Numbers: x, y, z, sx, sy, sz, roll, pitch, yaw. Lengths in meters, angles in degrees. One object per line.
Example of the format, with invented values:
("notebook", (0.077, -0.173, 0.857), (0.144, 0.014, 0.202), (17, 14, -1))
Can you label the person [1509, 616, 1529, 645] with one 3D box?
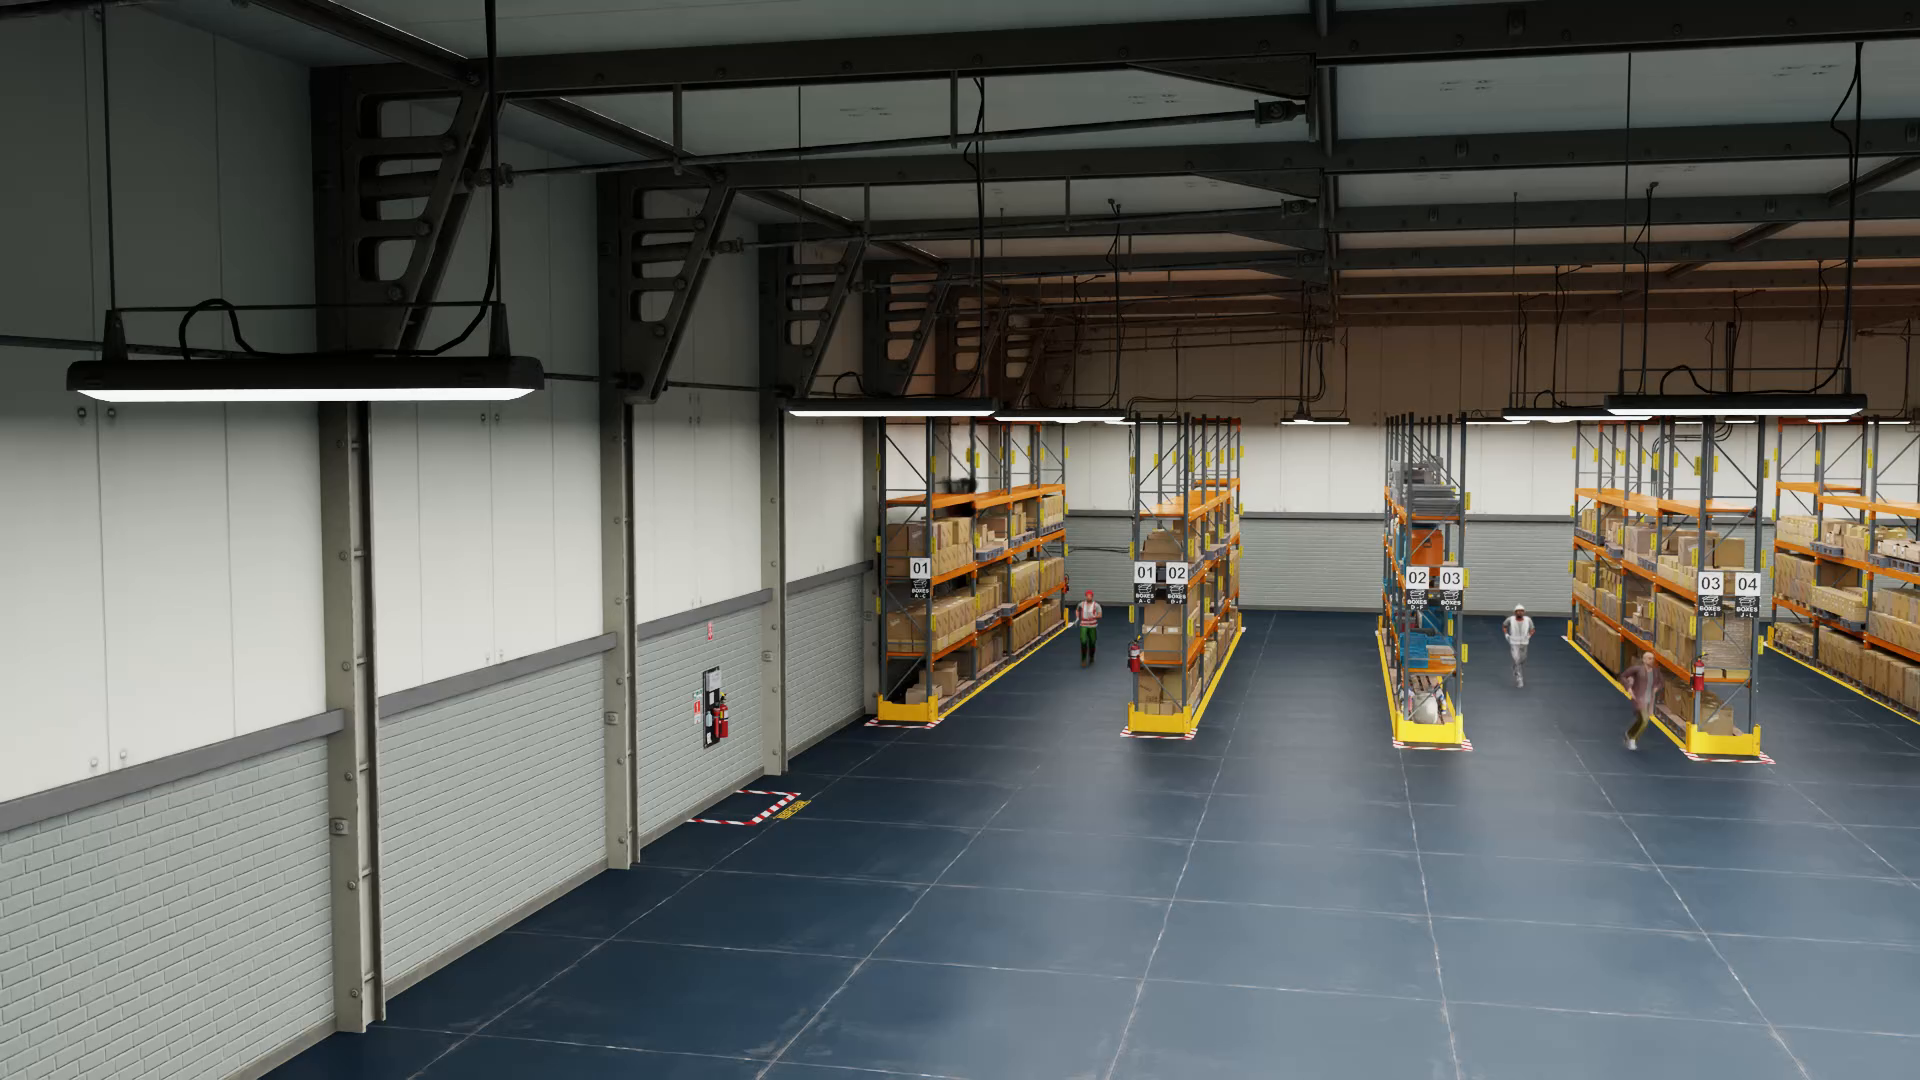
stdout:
("person", (18.096, 2.928, 28.930), (6.087, 1.713, 19.470), (-1, 4, -18))

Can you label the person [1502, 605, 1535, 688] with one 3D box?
("person", (12.465, 2.334, 37.061), (0.632, 1.787, 1.166), (0, 4, 0))

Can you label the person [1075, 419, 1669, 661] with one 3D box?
("person", (9.549, 0.033, 39.440), (13.584, 5.767, 3.760), (0, 4, 6))

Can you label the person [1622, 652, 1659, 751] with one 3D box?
("person", (12.113, 2.856, 29.476), (0.657, 1.750, 0.692), (-1, 4, -14))
